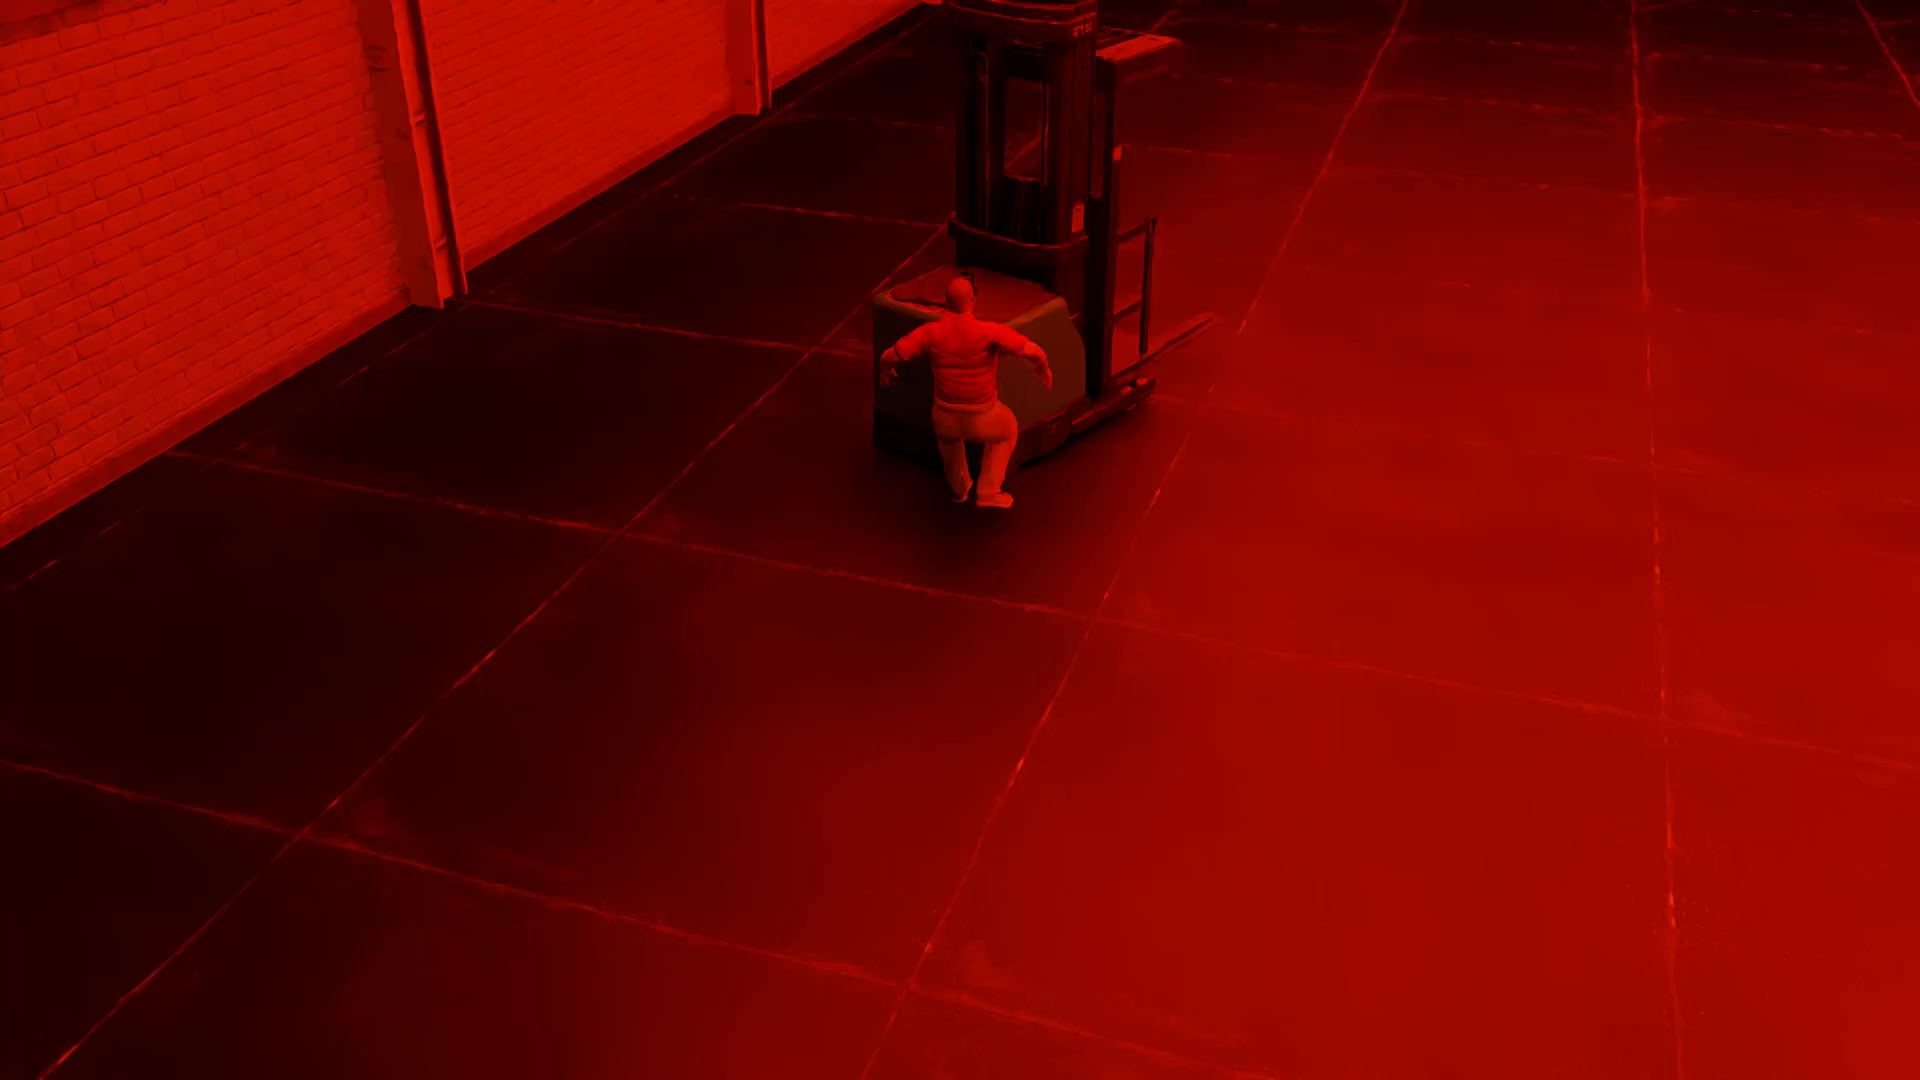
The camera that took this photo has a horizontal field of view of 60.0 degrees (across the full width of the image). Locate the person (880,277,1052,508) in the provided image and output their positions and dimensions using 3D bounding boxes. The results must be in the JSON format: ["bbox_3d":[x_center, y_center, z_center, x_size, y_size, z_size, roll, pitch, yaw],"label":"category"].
[{"bbox_3d":[0.049,-0.885,10.018,1.029,1.608,0.814,7,31,13],"label":"person"}]

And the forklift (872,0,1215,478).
[{"bbox_3d":[0.733,-2.326,11.216,1.130,2.935,3.031,22,36,33],"label":"forklift"}]
